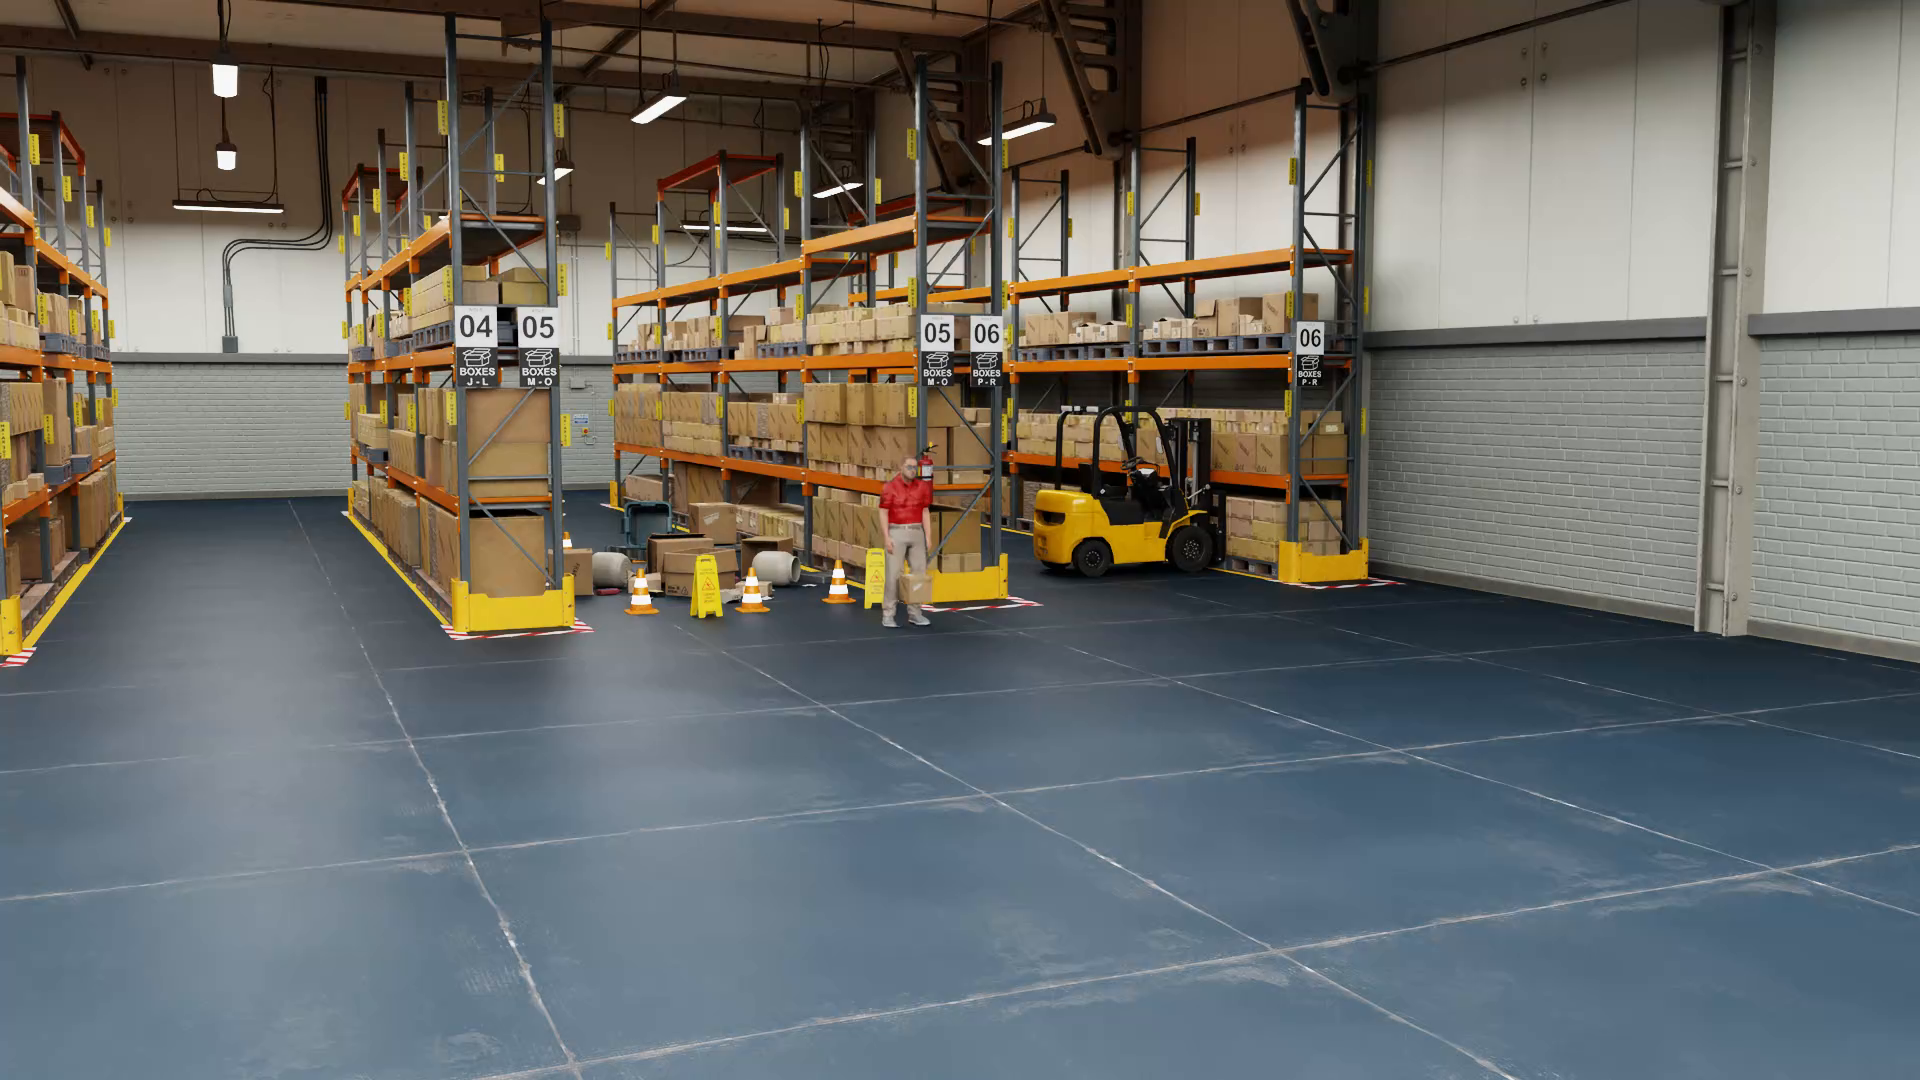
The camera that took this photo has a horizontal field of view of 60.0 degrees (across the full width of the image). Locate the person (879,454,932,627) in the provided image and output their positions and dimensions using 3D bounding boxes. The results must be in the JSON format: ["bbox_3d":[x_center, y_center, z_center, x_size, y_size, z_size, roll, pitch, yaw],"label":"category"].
[{"bbox_3d":[-0.546,-0.001,16.827,0.566,1.729,0.391,-3,6,-25],"label":"person"}]
